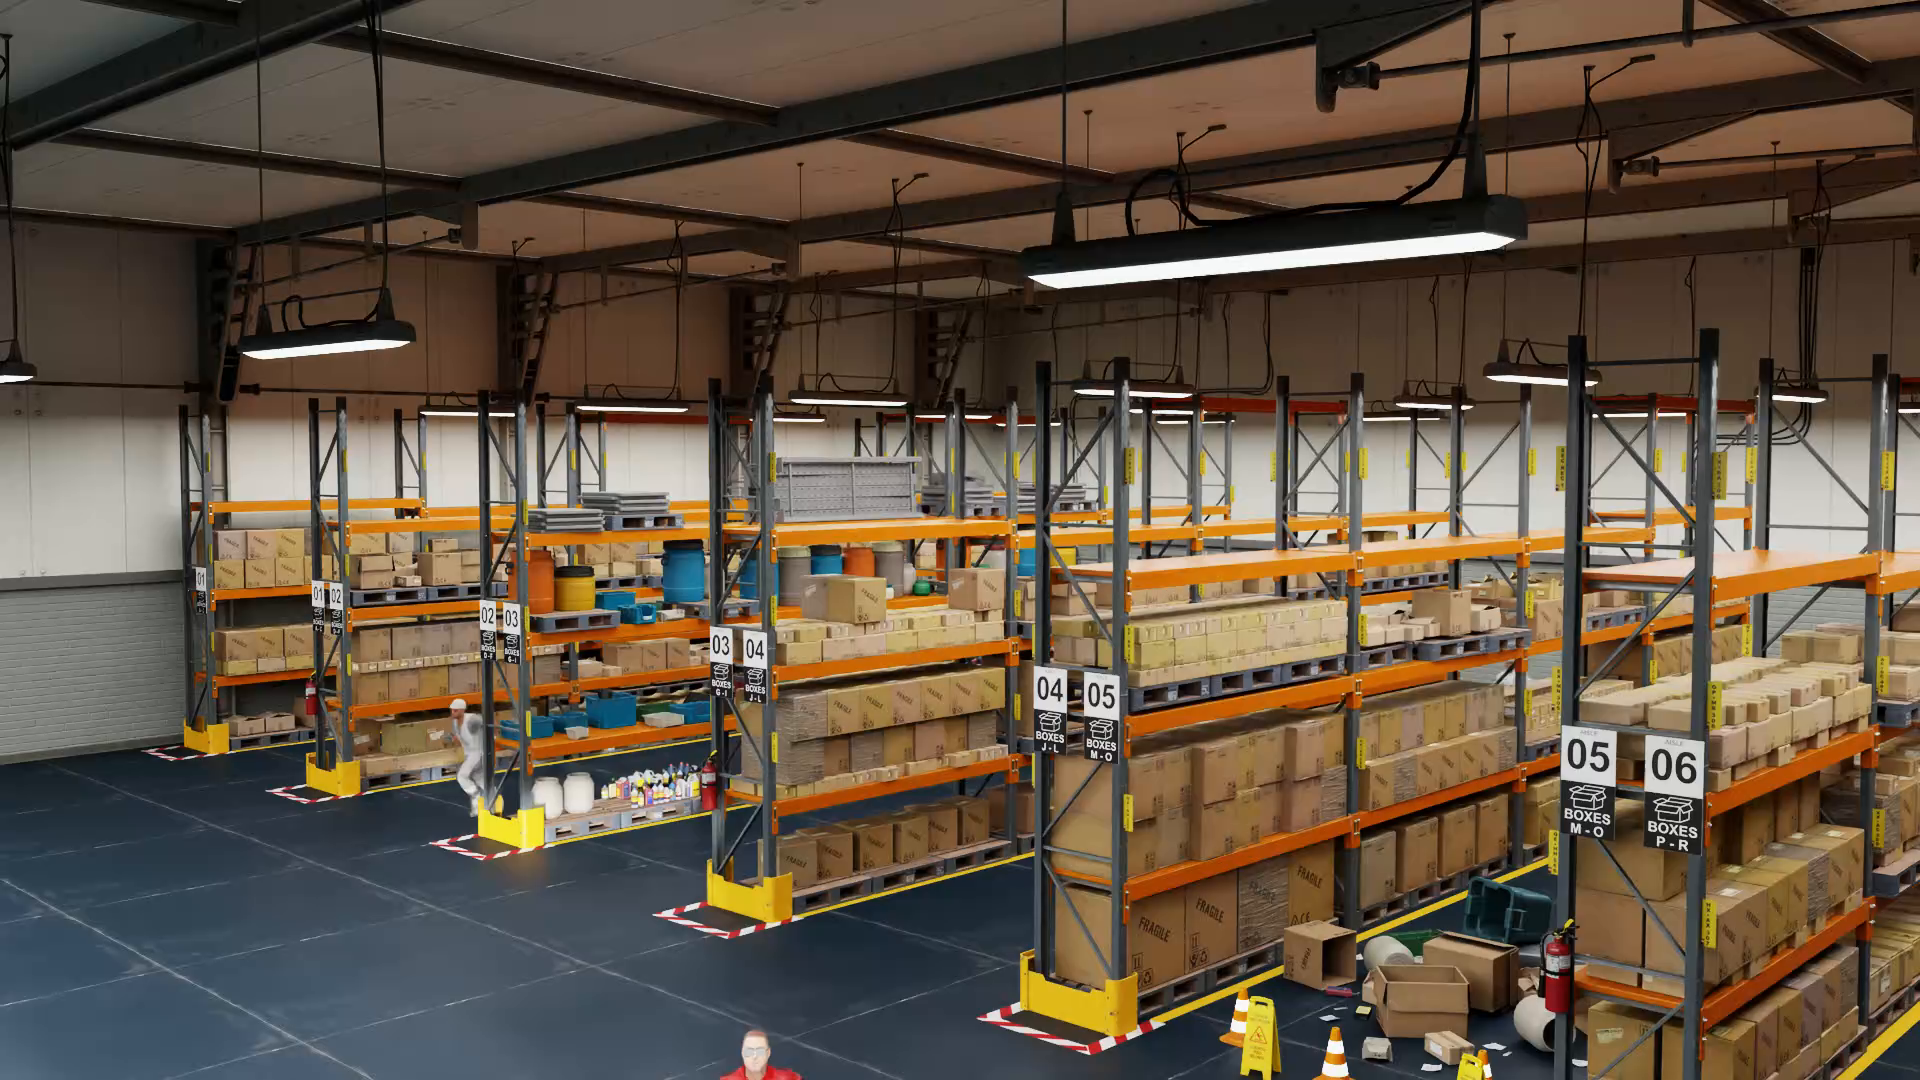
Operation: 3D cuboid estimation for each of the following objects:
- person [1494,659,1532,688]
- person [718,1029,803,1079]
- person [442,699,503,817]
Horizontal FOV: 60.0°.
[{"bbox_3d":[9.536,2.821,28.764,0.616,1.681,0.891,2,3,28],"label":"person"},{"bbox_3d":[-1.200,3.793,9.886,0.648,1.708,0.621,0,3,-2],"label":"person"},{"bbox_3d":[-6.862,3.073,23.543,0.698,1.705,0.924,3,4,42],"label":"person"}]
